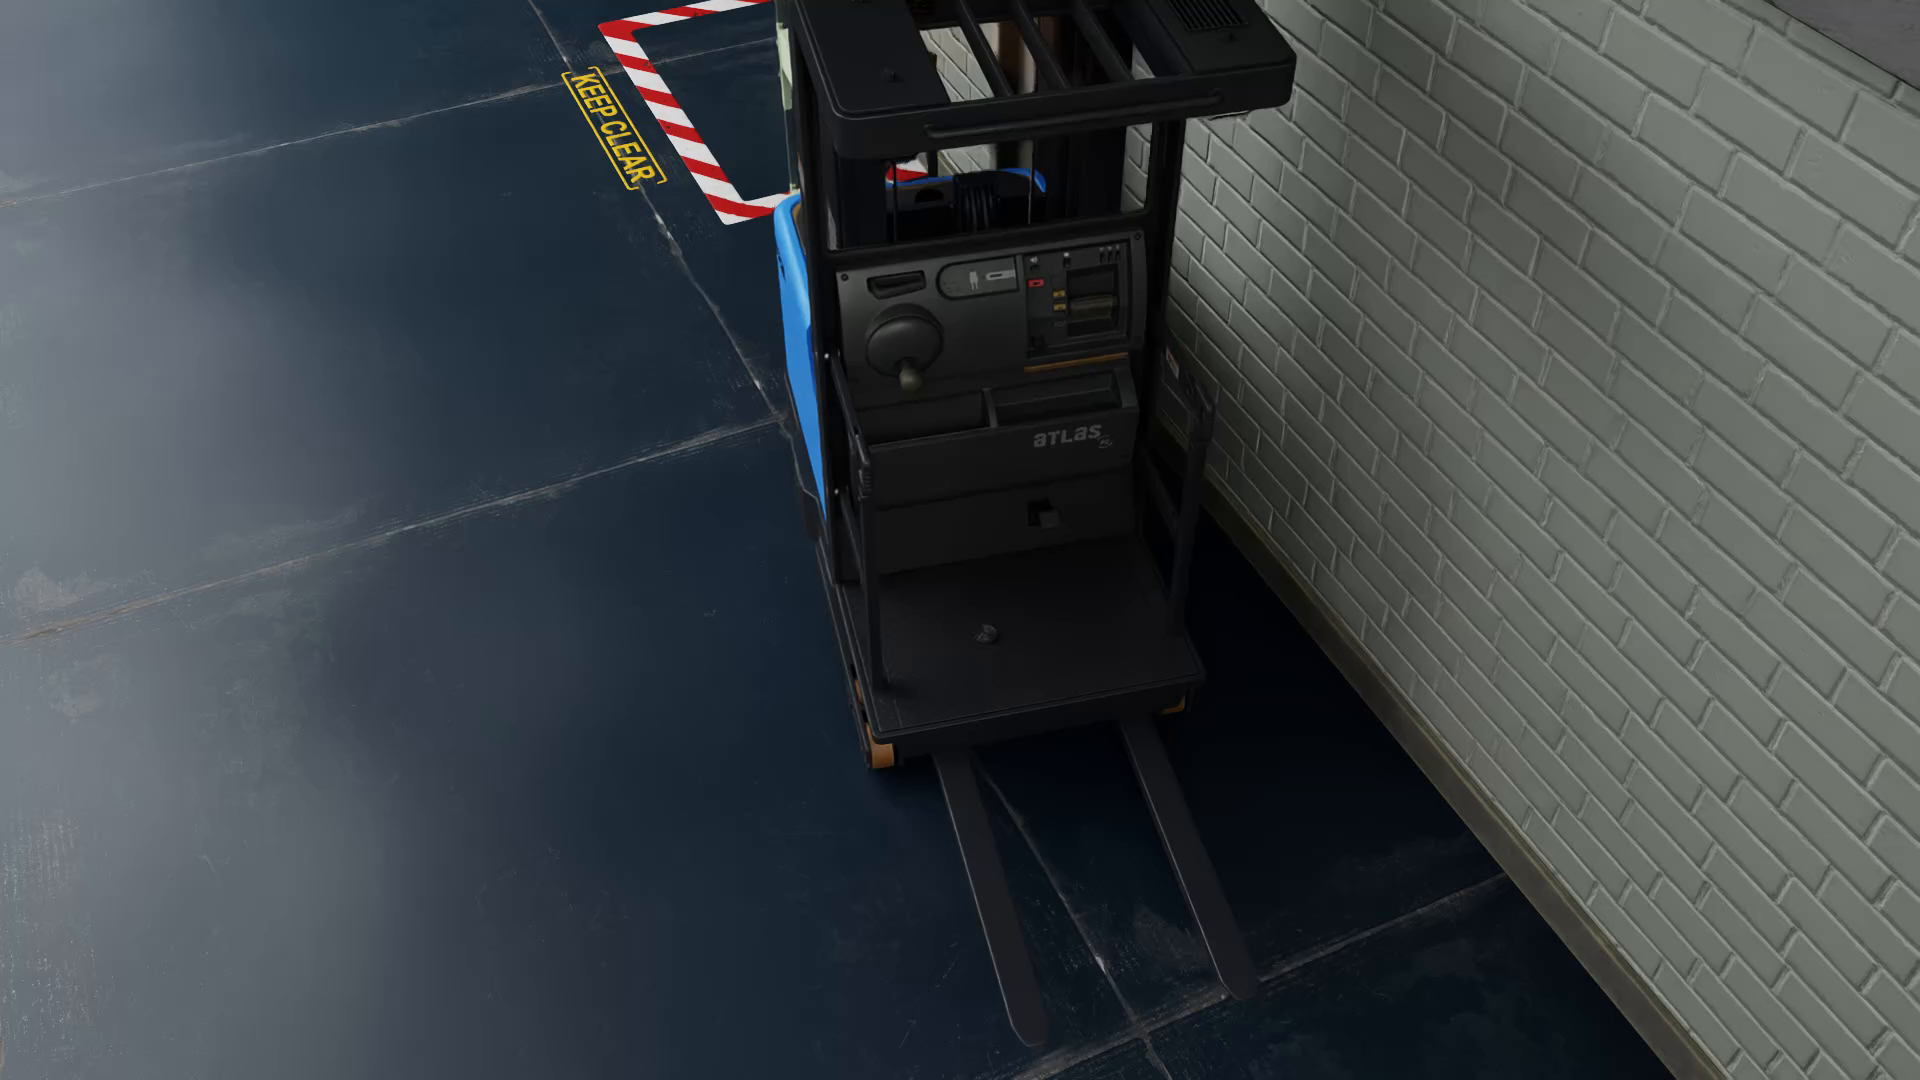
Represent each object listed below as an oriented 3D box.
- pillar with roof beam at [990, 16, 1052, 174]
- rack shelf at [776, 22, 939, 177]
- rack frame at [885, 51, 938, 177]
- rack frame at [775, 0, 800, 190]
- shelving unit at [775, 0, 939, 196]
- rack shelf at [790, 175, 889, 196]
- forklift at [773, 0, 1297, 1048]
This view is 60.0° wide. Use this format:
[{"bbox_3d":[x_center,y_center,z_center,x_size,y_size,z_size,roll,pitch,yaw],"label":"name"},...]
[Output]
[{"bbox_3d":[-3.567,-2.769,2.649,9.100,9.000,0.400,-18,47,-17],"label":"pillar with roof beam"},{"bbox_3d":[-0.394,-1.661,6.310,0.431,0.370,0.720,-13,46,-13],"label":"rack shelf"},{"bbox_3d":[-0.276,-1.140,6.338,0.400,1.500,0.023,-13,46,-13],"label":"rack frame"},{"bbox_3d":[-0.512,-1.627,6.831,0.400,1.500,0.023,-13,46,-13],"label":"rack frame"},{"bbox_3d":[-0.394,-1.384,6.584,0.431,1.500,0.755,-13,46,-13],"label":"shelving unit"},{"bbox_3d":[-0.394,-1.151,6.813,0.431,0.370,0.720,-13,46,-13],"label":"rack shelf"},{"bbox_3d":[0.154,-0.590,4.761,1.130,2.935,3.031,-10,45,-10],"label":"forklift"}]
